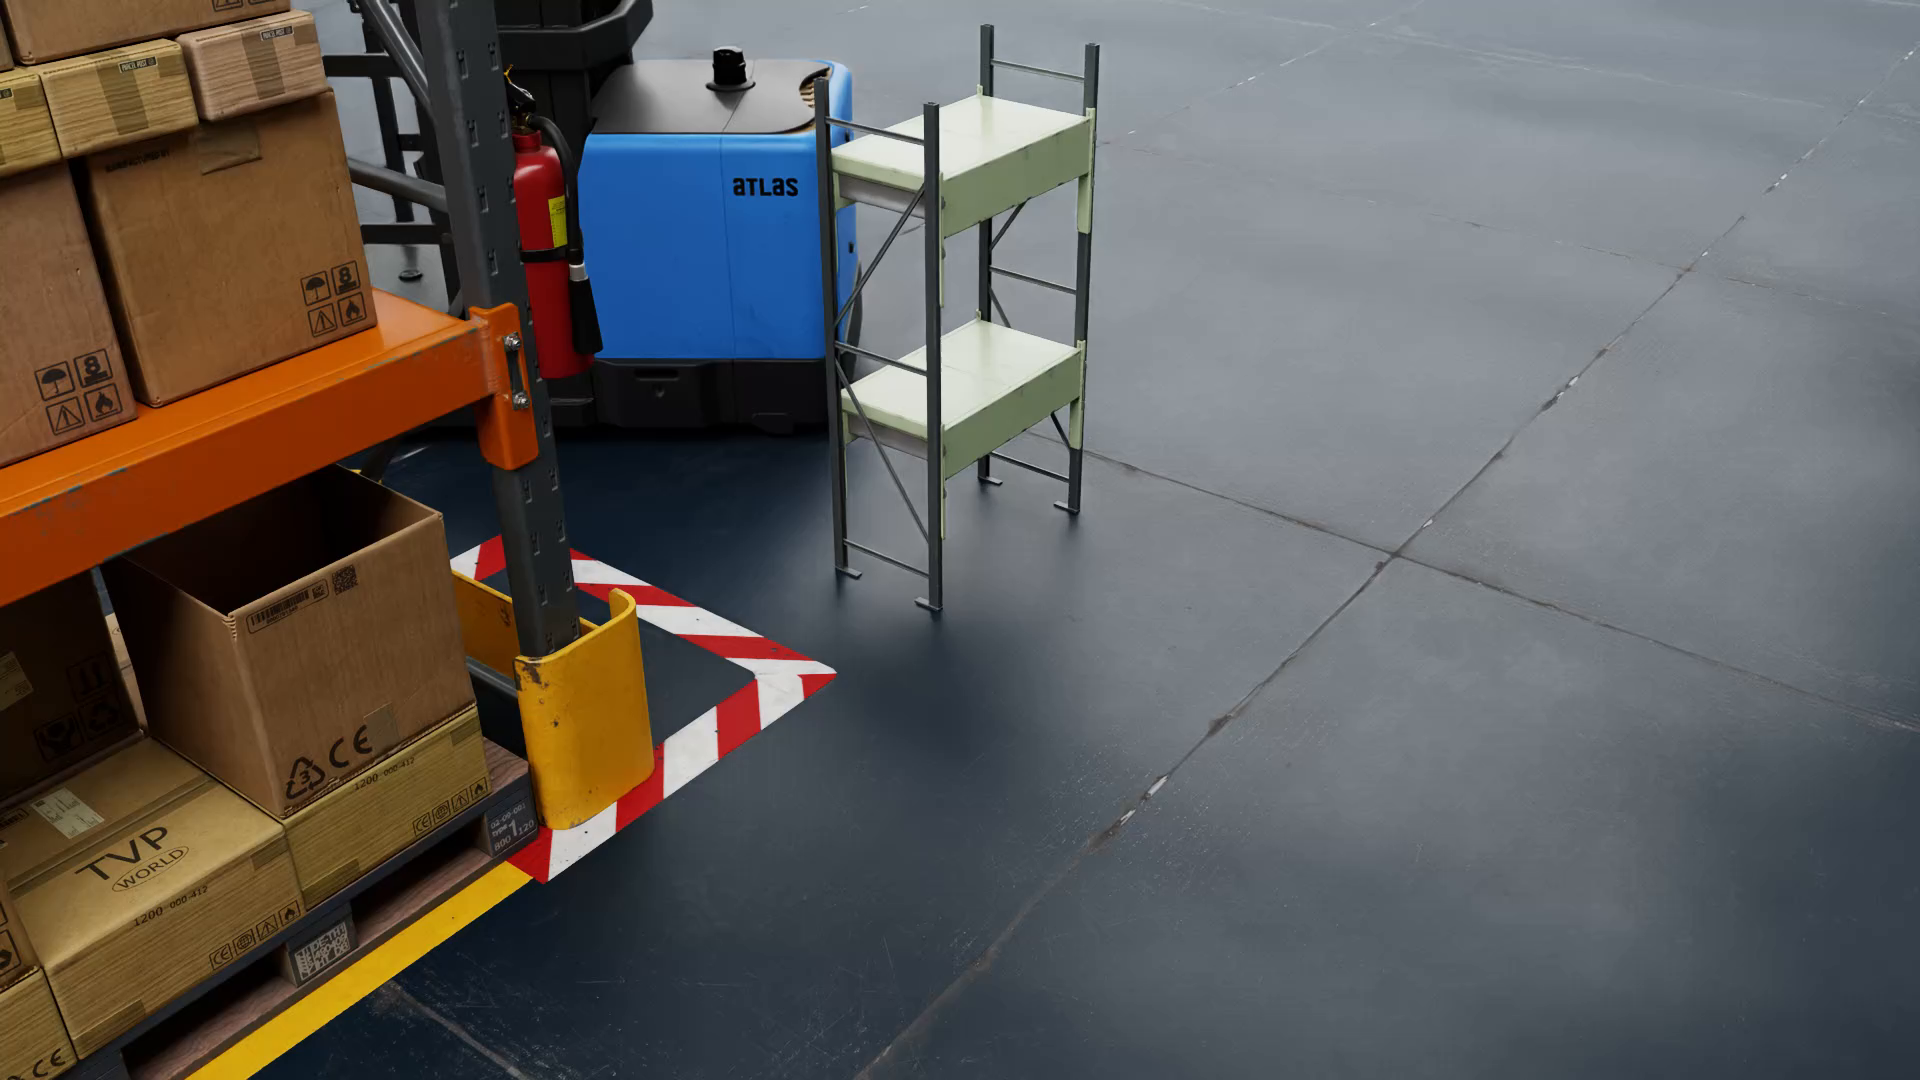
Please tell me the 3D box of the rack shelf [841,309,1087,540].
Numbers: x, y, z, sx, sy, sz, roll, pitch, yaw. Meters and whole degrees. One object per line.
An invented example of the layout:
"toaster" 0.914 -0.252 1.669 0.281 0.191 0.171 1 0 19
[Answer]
"rack shelf" 0.004 -0.367 5.038 0.431 0.370 0.720 21 37 31

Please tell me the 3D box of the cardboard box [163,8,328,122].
"cardboard box" -1.419 -0.917 3.121 0.380 0.149 0.250 20 36 31

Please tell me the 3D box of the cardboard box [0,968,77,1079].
"cardboard box" -2.021 0.913 3.053 0.500 0.250 0.500 21 37 31

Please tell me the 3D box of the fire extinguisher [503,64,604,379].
"fire extinguisher" -0.898 -0.681 3.532 0.296 0.674 0.183 21 37 31

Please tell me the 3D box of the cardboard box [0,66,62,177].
"cardboard box" -1.730 -0.706 2.765 0.380 0.149 0.250 21 36 31

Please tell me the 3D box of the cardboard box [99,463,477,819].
"cardboard box" -1.426 0.180 3.553 0.500 0.500 0.500 21 37 31

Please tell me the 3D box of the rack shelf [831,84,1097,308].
"rack shelf" 0.004 -0.984 4.673 0.431 0.370 0.720 21 37 31

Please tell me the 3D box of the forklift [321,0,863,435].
"forklift" -1.905 -1.879 5.545 3.031 2.935 1.130 0 31 1

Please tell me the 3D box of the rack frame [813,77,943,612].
"rack frame" -0.217 -0.499 4.621 0.400 1.500 0.023 21 37 31

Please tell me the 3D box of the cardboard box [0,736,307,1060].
"cardboard box" -1.720 0.709 3.396 0.500 0.250 0.500 21 37 31

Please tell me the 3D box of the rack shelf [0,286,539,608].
"rack shelf" -2.547 0.313 2.485 1.077 0.370 4.000 21 37 31

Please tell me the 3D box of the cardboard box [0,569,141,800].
"cardboard box" -2.141 0.224 3.479 0.500 0.500 0.500 21 37 31

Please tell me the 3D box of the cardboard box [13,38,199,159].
"cardboard box" -1.576 -0.810 2.941 0.380 0.149 0.250 22 37 32

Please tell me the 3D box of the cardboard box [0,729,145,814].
"cardboard box" -2.140 0.547 3.670 0.500 0.250 0.500 21 37 31

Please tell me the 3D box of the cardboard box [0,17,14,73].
"cardboard box" -1.977 -0.987 2.603 0.700 0.500 0.500 20 36 30

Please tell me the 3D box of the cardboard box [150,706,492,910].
"cardboard box" -1.428 0.502 3.746 0.500 0.250 0.500 21 37 31

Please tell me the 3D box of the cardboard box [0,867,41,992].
"cardboard box" -2.018 0.591 2.860 0.500 0.500 0.500 21 37 31

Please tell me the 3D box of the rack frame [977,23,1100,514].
"rack frame" 0.225 -0.797 5.123 0.400 1.500 0.023 21 37 31

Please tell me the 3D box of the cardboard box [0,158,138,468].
"cardboard box" -1.945 -0.451 2.971 0.700 0.500 0.500 22 37 32

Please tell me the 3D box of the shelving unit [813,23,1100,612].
"shelving unit" 0.004 -0.648 4.872 0.431 1.500 0.755 21 37 31

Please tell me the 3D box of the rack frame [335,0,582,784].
"rack frame" -1.340 -0.809 3.673 1.000 3.000 0.127 21 37 31

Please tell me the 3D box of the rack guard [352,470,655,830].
"rack guard" -1.325 0.257 4.327 1.175 0.500 0.348 21 37 31

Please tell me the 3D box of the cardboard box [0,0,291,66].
"cardboard box" -1.664 -1.203 2.967 0.700 0.500 0.500 21 37 31

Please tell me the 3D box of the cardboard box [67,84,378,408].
"cardboard box" -1.632 -0.666 3.334 0.700 0.500 0.500 21 37 31

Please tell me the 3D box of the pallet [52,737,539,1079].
"pallet" -1.768 0.714 3.838 1.003 0.211 1.213 21 37 31

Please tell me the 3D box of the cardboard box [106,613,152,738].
"cardboard box" -1.841 0.343 4.015 0.500 0.250 0.500 21 37 31
